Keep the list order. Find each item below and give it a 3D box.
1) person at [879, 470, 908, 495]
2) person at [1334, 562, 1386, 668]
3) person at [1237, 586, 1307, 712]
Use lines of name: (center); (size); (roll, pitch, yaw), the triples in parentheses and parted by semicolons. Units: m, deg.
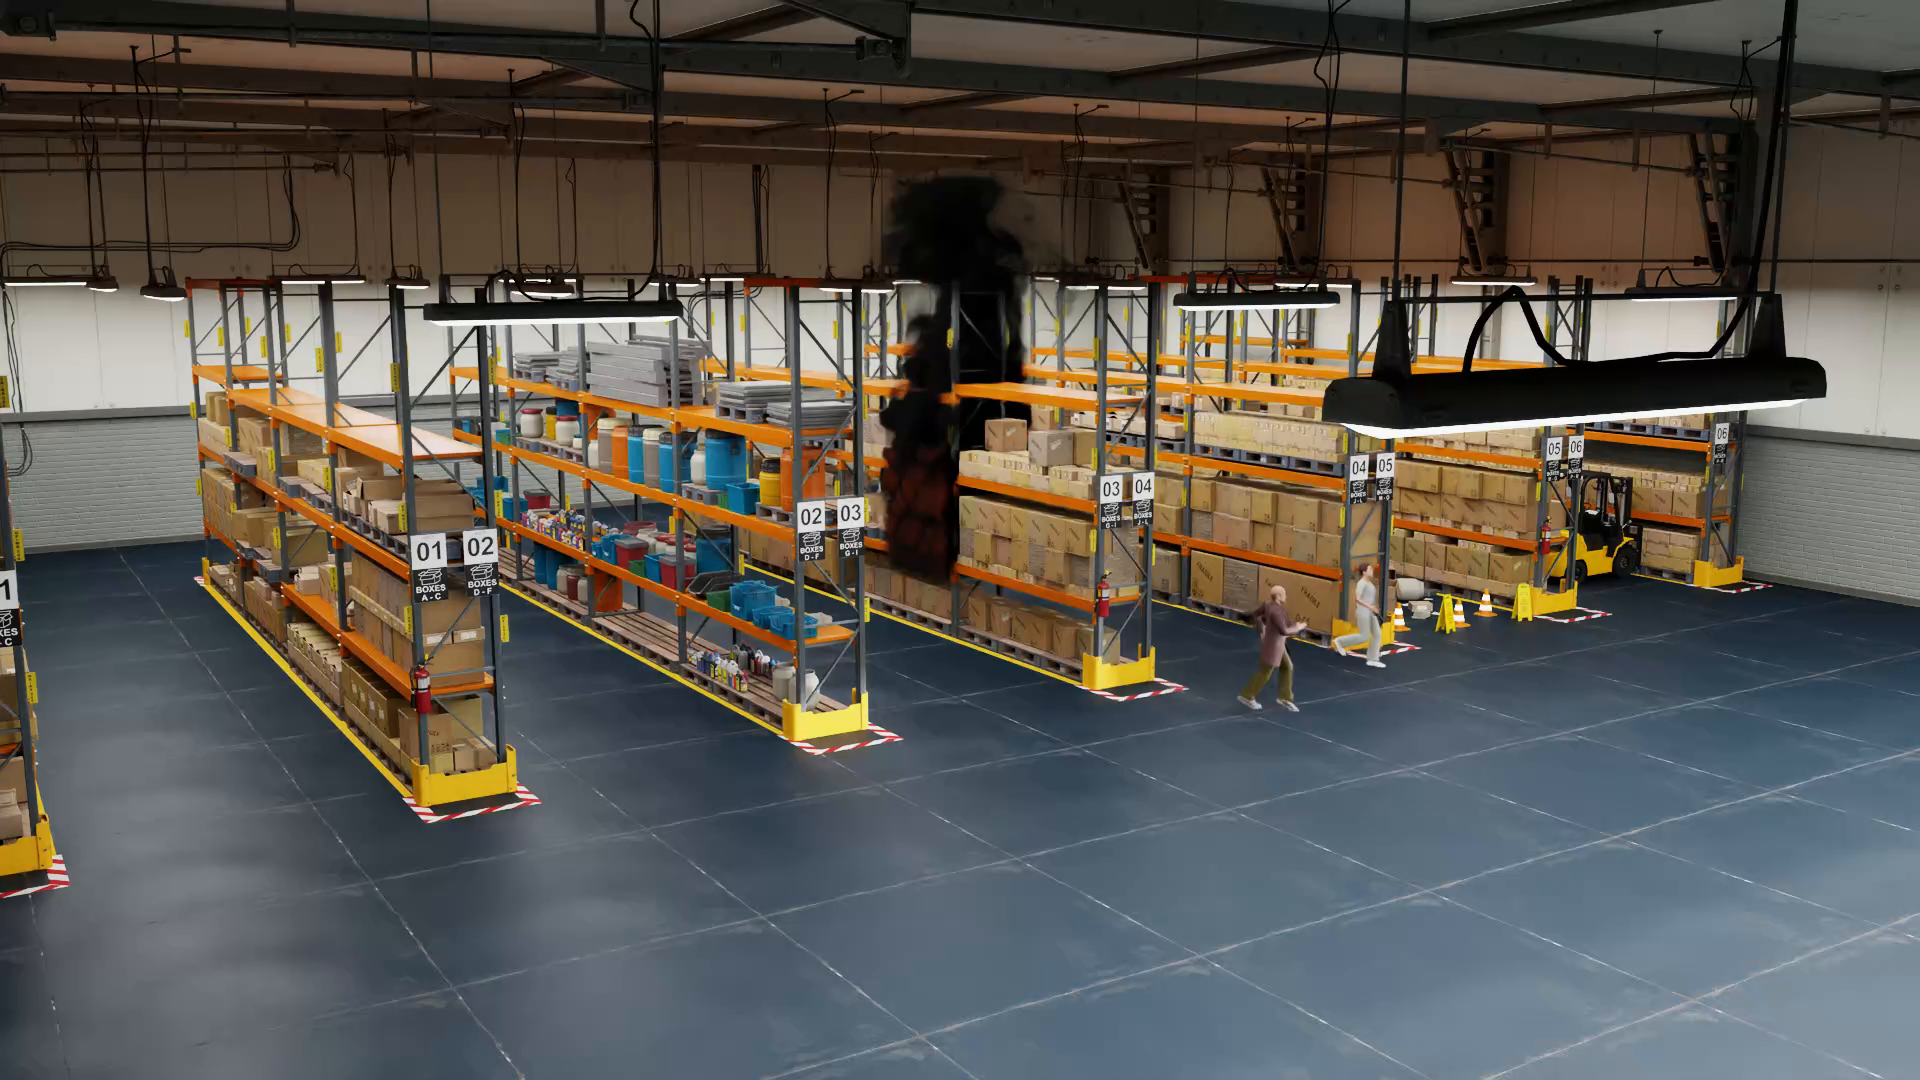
person: (-1.477, -0.739, 37.242); (0.707, 1.745, 0.672); (-5, 11, -25)
person: (6.353, 1.164, 26.204); (0.823, 1.652, 0.585); (5, 11, 29)
person: (4.393, 1.596, 23.422); (0.948, 1.747, 0.673); (1, 10, 5)
